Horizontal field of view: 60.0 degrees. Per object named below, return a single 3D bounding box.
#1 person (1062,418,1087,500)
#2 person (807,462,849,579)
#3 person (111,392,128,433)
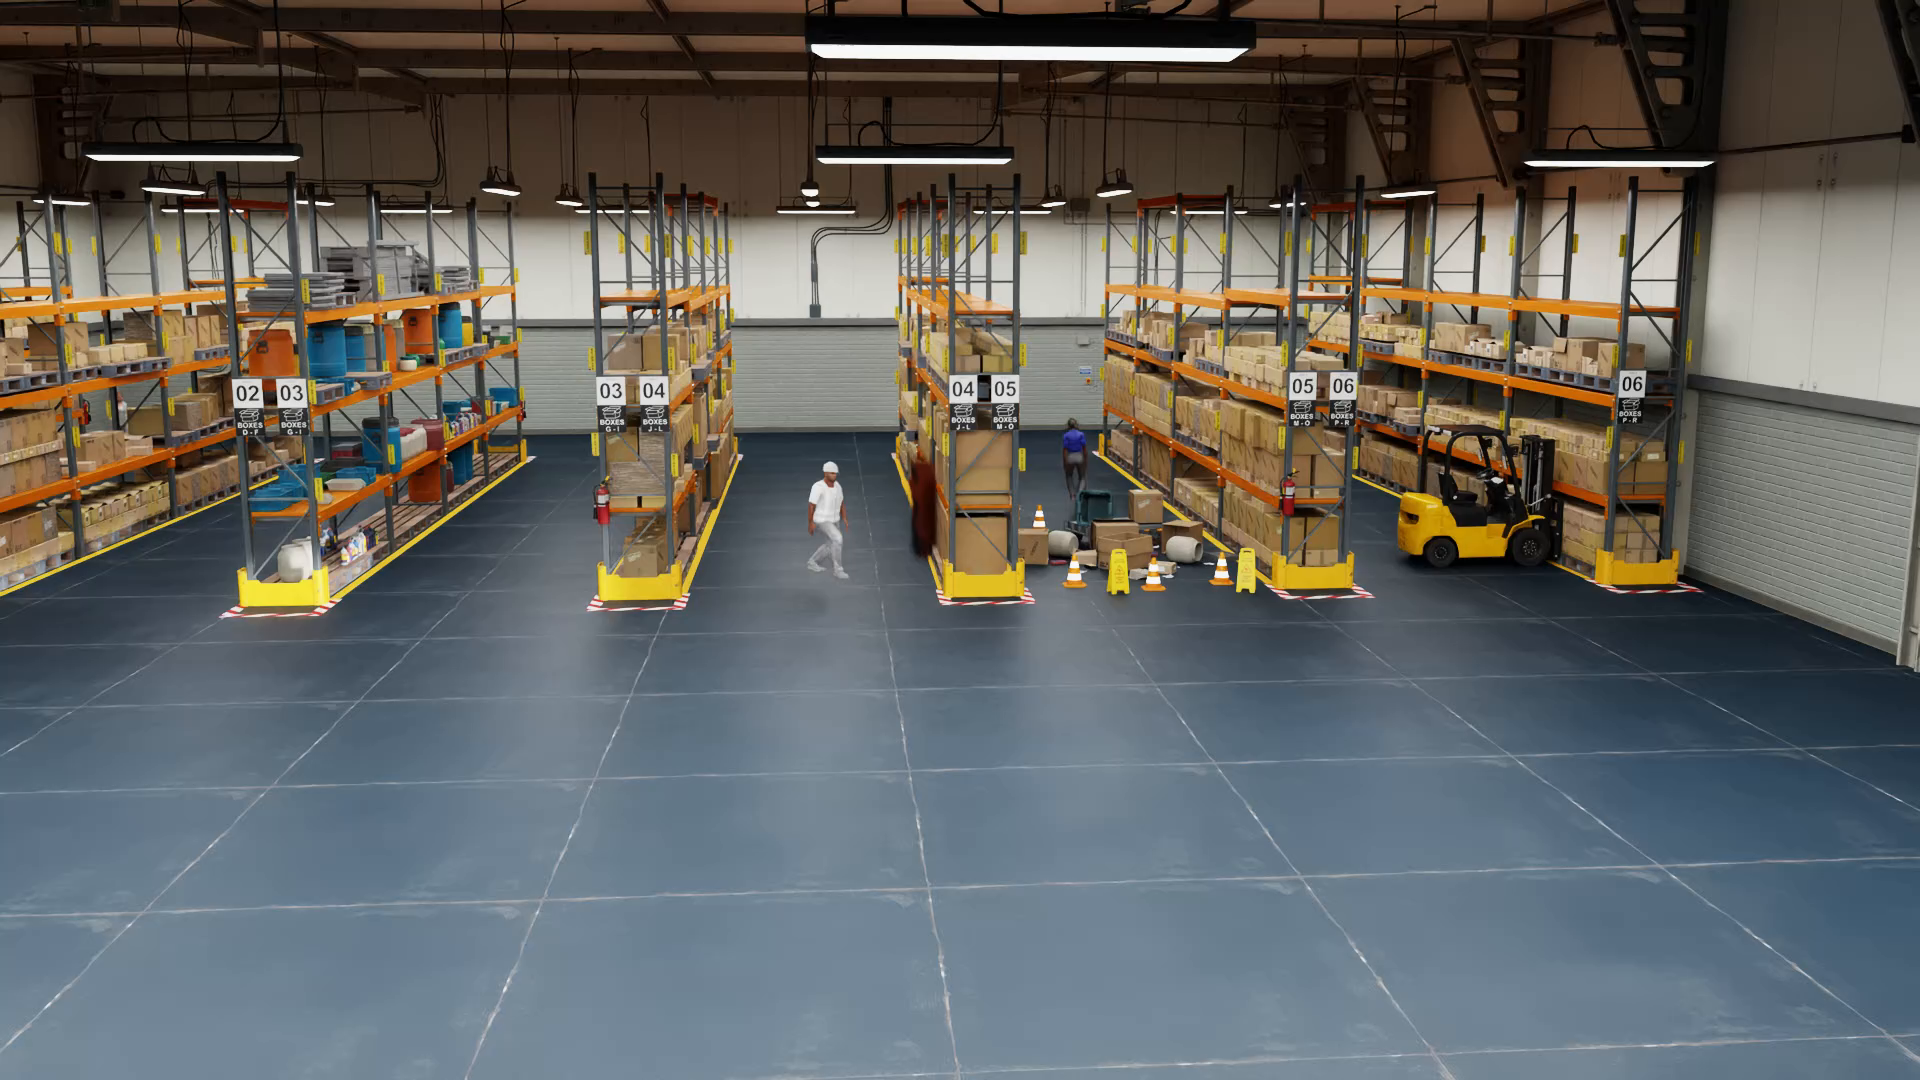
[{"bbox_3d":[2.172,-1.468,31.207,0.513,1.636,0.547,-1,10,-6],"label":"person"},{"bbox_3d":[-1.879,-0.316,24.162,0.963,1.643,0.592,6,12,32],"label":"person"},{"bbox_3d":[-19.911,-2.722,39.425,0.441,1.587,0.394,9,14,42],"label":"person"}]
